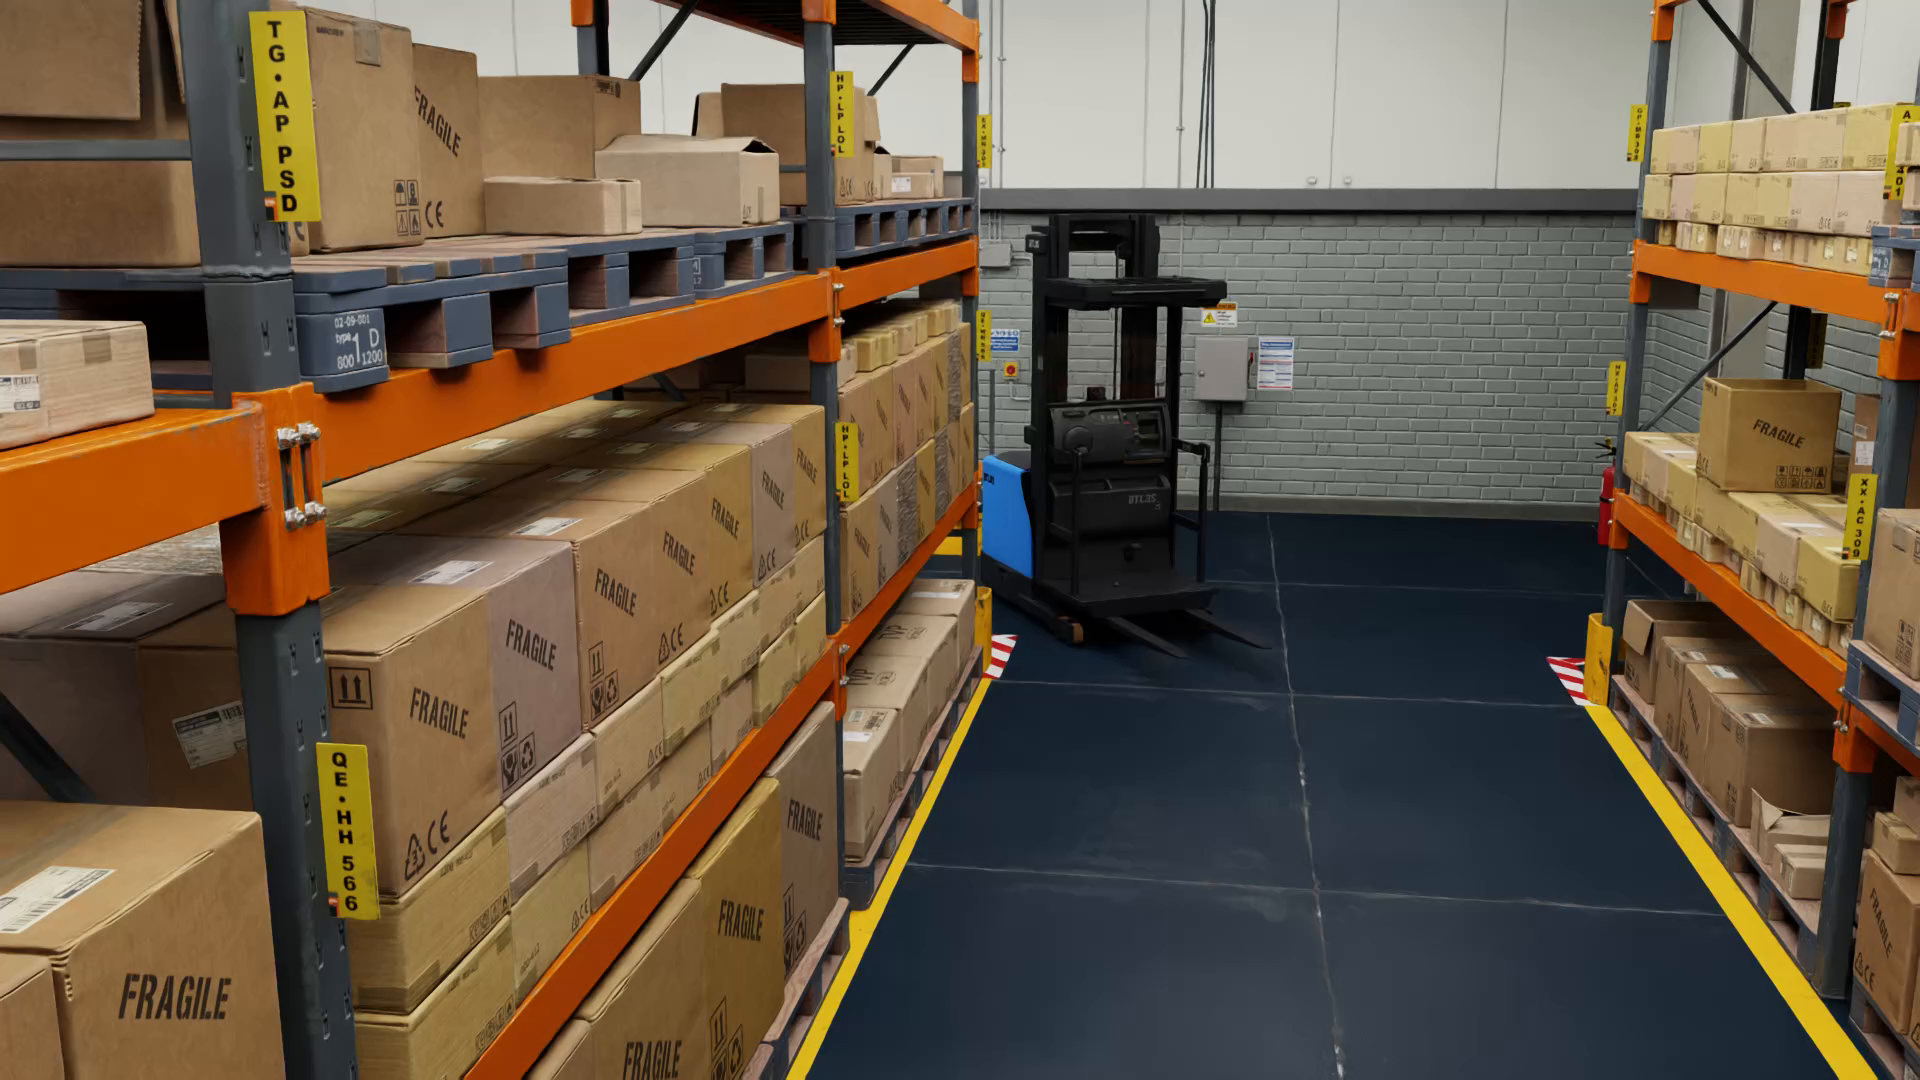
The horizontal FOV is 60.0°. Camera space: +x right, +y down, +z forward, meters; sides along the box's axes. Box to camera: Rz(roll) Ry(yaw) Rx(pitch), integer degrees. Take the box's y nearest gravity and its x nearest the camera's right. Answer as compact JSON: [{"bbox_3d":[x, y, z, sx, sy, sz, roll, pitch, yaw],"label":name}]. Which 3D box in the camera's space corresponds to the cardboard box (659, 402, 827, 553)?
[{"bbox_3d":[-0.823,-0.243,6.391,0.500,0.500,0.500,2,12,10],"label":"cardboard box"}]

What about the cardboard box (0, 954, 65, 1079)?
[{"bbox_3d":[-1.481,0.838,2.044,0.500,0.500,0.500,2,12,8],"label":"cardboard box"}]

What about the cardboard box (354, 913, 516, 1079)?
[{"bbox_3d":[-1.293,1.006,3.563,0.500,0.250,0.500,2,12,8],"label":"cardboard box"}]

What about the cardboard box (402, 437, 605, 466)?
[{"bbox_3d":[-1.484,-0.051,5.498,0.500,0.500,0.500,2,12,7],"label":"cardboard box"}]

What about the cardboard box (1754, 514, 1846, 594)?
[{"bbox_3d":[3.803,0.063,7.232,0.500,0.250,0.500,2,12,9],"label":"cardboard box"}]

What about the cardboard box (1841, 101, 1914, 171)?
[{"bbox_3d":[3.743,-1.542,6.373,0.500,0.250,0.500,2,12,9],"label":"cardboard box"}]

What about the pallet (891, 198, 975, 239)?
[{"bbox_3d":[-0.491,-1.907,9.815,1.003,0.211,1.213,2,12,9],"label":"pallet"}]

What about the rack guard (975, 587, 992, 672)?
[{"bbox_3d":[-0.383,0.578,11.126,1.175,0.500,0.348,2,12,9],"label":"rack guard"}]

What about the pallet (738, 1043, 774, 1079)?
[{"bbox_3d":[-1.232,1.974,5.331,1.003,0.211,1.213,2,12,9],"label":"pallet"}]

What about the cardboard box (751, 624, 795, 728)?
[{"bbox_3d":[-0.902,0.474,6.029,0.500,0.250,0.500,2,12,8],"label":"cardboard box"}]

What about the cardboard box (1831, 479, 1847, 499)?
[{"bbox_3d":[4.468,-0.128,8.117,0.500,0.250,0.500,2,12,9],"label":"cardboard box"}]

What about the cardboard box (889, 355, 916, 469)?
[{"bbox_3d":[-0.516,-0.647,8.264,0.500,0.500,0.500,2,12,10],"label":"cardboard box"}]

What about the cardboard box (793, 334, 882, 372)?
[{"bbox_3d":[-0.577,-0.877,7.792,0.380,0.149,0.250,2,12,8],"label":"cardboard box"}]

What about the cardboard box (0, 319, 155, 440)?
[{"bbox_3d":[-1.458,-0.245,2.487,0.380,0.149,0.250,2,12,9],"label":"cardboard box"}]

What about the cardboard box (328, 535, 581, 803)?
[{"bbox_3d":[-1.233,0.290,3.916,0.500,0.500,0.500,2,12,9],"label":"cardboard box"}]

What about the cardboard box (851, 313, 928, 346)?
[{"bbox_3d":[-0.386,-1.145,9.038,0.380,0.149,0.250,2,12,10],"label":"cardboard box"}]

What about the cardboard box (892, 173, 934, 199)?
[{"bbox_3d":[-0.353,-2.050,9.630,0.380,0.149,0.250,1,12,4],"label":"cardboard box"}]

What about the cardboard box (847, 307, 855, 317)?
[{"bbox_3d":[-0.838,-1.322,9.856,0.380,0.149,0.250,2,12,10],"label":"cardboard box"}]

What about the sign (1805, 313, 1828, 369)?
[{"bbox_3d":[5.064,-1.178,9.839,0.100,0.325,0.005,2,12,9],"label":"sign"}]

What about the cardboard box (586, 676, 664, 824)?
[{"bbox_3d":[-1.126,0.547,4.506,0.500,0.250,0.500,2,12,8],"label":"cardboard box"}]

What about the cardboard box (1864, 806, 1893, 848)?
[{"bbox_3d":[4.305,1.322,7.511,0.380,0.149,0.250,2,12,8],"label":"cardboard box"}]

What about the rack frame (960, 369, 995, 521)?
[{"bbox_3d":[0.065,-0.821,15.244,0.500,1.500,0.032,2,12,9],"label":"rack frame"}]

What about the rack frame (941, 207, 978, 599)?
[{"bbox_3d":[-0.387,-0.639,10.839,1.000,3.000,0.127,2,12,9],"label":"rack frame"}]

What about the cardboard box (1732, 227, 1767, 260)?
[{"bbox_3d":[3.874,-1.396,7.827,0.380,0.149,0.250,2,12,10],"label":"cardboard box"}]

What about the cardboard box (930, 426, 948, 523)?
[{"bbox_3d":[-0.361,-0.368,9.342,0.500,0.500,0.500,2,12,10],"label":"cardboard box"}]

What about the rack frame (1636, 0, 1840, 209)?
[{"bbox_3d":[4.518,-3.412,9.465,1.000,3.000,0.127,2,12,9],"label":"rack frame"}]

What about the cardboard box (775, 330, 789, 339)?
[{"bbox_3d":[-1.049,-0.945,8.109,0.380,0.149,0.250,2,12,8],"label":"cardboard box"}]

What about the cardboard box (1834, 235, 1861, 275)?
[{"bbox_3d":[3.707,-1.125,6.571,0.380,0.149,0.250,2,12,9],"label":"cardboard box"}]

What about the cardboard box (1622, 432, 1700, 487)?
[{"bbox_3d":[4.182,-0.466,9.684,0.500,0.250,0.500,2,12,9],"label":"cardboard box"}]

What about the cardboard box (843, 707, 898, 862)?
[{"bbox_3d":[-0.800,1.113,7.792,0.875,0.438,0.875,2,12,8],"label":"cardboard box"}]

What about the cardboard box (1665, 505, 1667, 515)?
[{"bbox_3d":[4.197,-0.187,9.335,0.380,0.149,0.250,2,12,8],"label":"cardboard box"}]

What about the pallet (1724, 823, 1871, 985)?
[{"bbox_3d":[4.010,1.574,7.190,1.003,0.211,1.213,2,12,9],"label":"pallet"}]

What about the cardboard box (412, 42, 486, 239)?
[{"bbox_3d":[-1.633,-1.071,4.487,0.500,0.500,0.500,2,12,9],"label":"cardboard box"}]

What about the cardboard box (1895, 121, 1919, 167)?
[{"bbox_3d":[3.424,-1.342,5.635,0.380,0.149,0.250,2,12,10],"label":"cardboard box"}]

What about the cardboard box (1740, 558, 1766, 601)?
[{"bbox_3d":[3.816,0.184,7.615,0.380,0.149,0.250,2,12,8],"label":"cardboard box"}]

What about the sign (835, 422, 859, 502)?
[{"bbox_3d":[-0.464,-0.318,6.790,0.100,0.325,0.005,2,12,9],"label":"sign"}]

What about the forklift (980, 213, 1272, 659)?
[{"bbox_3d":[1.161,-0.795,11.723,1.130,2.935,3.031,-5,13,-20],"label":"forklift"}]

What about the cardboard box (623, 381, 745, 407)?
[{"bbox_3d":[-1.202,-0.451,7.357,0.500,0.500,0.500,2,12,8],"label":"cardboard box"}]

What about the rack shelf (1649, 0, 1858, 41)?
[{"bbox_3d":[4.211,-2.642,7.609,1.077,0.370,4.000,2,12,9],"label":"rack shelf"}]

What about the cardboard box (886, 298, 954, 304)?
[{"bbox_3d":[-0.244,-1.413,10.278,0.380,0.149,0.250,2,12,9],"label":"cardboard box"}]

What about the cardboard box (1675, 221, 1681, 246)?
[{"bbox_3d":[4.225,-1.708,9.277,0.380,0.149,0.250,2,12,10],"label":"cardboard box"}]

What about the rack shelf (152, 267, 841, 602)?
[{"bbox_3d":[-1.310,-0.505,4.804,1.077,0.370,4.000,2,12,9],"label":"rack shelf"}]

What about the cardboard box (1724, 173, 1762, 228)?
[{"bbox_3d":[3.974,-1.613,7.888,0.500,0.250,0.500,2,12,8],"label":"cardboard box"}]

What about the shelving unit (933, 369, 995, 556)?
[{"bbox_3d":[-0.012,-0.717,14.762,0.587,1.500,1.083,2,12,9],"label":"shelving unit"}]

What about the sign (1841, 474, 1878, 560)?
[{"bbox_3d":[3.366,-0.086,6.216,0.100,0.325,0.005,2,12,9],"label":"sign"}]

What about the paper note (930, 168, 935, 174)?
[{"bbox_3d":[-0.135,-1.857,8.362,0.006,0.032,0.123,2,12,9],"label":"paper note"}]

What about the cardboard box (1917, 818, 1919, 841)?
[{"bbox_3d":[3.592,1.029,5.788,0.380,0.149,0.250,1,12,6],"label":"cardboard box"}]

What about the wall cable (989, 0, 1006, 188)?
[{"bbox_3d":[0.209,-4.765,15.744,0.463,3.000,0.029,2,12,9],"label":"wall cable"}]

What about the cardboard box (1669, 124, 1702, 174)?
[{"bbox_3d":[4.105,-2.072,8.833,0.500,0.250,0.500,2,12,8],"label":"cardboard box"}]
